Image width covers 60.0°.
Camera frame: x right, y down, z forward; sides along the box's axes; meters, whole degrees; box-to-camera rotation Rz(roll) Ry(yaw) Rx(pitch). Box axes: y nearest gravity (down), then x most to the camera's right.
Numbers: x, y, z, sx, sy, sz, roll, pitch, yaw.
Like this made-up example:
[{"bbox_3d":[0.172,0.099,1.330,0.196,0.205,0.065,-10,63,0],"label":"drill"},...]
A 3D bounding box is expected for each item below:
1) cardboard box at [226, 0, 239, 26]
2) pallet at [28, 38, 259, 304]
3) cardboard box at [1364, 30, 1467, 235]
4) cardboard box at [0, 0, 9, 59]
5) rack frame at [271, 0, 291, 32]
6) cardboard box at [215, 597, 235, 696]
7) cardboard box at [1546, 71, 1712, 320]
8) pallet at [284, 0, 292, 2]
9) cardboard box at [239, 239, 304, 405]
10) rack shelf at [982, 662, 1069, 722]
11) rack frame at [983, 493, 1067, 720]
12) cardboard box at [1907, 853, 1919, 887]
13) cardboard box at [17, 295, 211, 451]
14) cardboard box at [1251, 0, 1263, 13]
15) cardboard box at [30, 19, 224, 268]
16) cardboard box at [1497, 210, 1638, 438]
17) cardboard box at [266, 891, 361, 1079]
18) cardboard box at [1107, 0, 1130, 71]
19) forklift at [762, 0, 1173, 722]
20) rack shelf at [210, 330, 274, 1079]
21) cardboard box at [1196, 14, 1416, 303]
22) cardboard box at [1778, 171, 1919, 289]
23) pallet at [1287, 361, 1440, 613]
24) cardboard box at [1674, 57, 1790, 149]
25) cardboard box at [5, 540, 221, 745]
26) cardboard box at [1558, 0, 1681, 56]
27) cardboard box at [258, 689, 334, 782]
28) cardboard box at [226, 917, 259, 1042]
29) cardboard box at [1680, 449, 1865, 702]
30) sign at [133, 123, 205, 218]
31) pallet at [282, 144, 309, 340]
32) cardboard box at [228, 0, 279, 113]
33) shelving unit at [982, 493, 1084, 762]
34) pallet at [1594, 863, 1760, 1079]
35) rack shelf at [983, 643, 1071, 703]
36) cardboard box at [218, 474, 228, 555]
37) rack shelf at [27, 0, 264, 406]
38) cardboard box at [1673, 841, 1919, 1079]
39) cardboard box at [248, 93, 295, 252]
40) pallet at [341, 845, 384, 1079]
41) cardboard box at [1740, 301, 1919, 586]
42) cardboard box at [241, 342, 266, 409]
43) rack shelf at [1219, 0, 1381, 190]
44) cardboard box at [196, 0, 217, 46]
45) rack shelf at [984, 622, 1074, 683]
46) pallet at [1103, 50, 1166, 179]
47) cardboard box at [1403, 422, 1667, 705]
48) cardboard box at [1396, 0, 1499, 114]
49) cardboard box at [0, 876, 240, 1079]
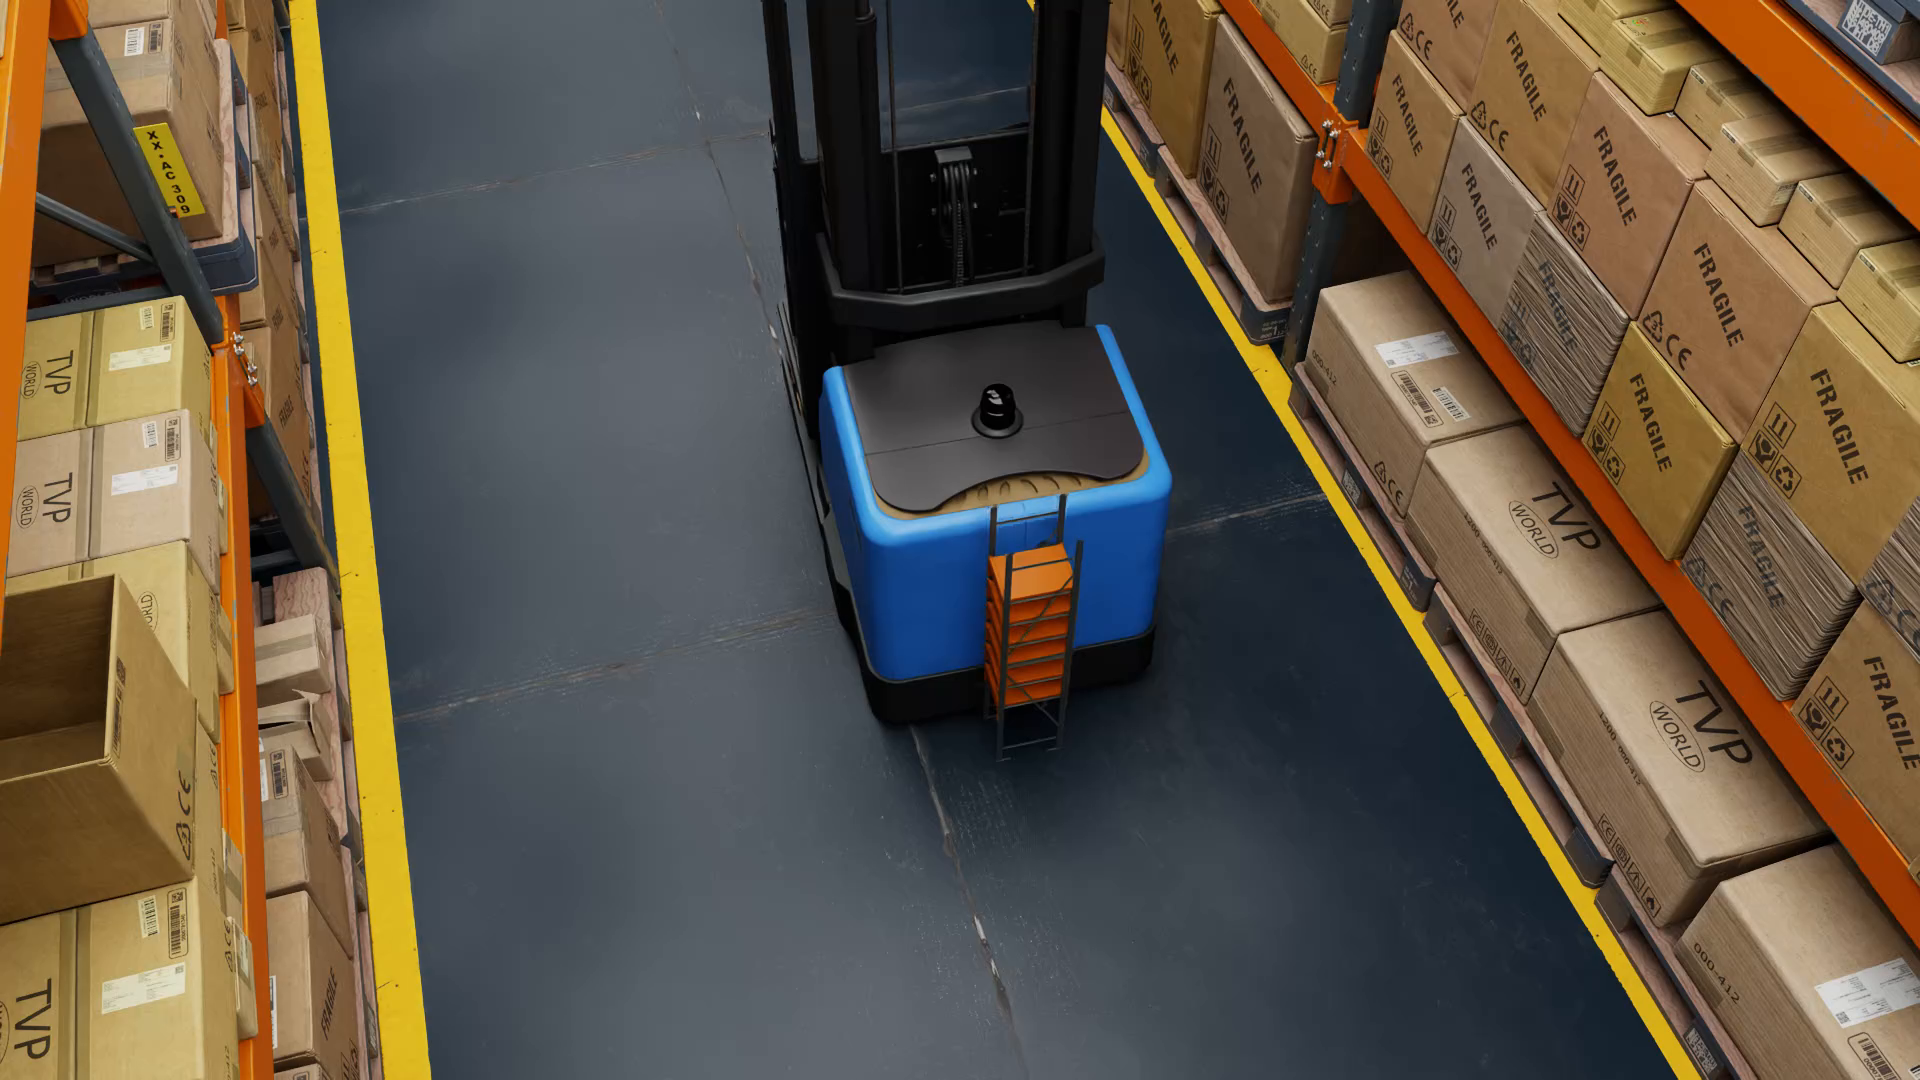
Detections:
[{"bbox_3d":[-3.511,-2.446,7.576,0.380,0.149,0.250,-15,51,-12],"label":"cardboard box"},{"bbox_3d":[-2.994,-1.231,5.741,1.003,0.211,1.213,-13,51,-11],"label":"pallet"},{"bbox_3d":[1.767,-1.440,5.726,0.500,0.500,0.500,-12,51,-10],"label":"cardboard box"},{"bbox_3d":[-2.404,-1.195,3.787,0.380,0.149,0.250,-13,51,-11],"label":"cardboard box"},{"bbox_3d":[-4.045,-3.606,7.618,1.000,3.000,0.127,-13,51,-11],"label":"rack frame"},{"bbox_3d":[-2.175,0.320,4.472,0.380,0.149,0.250,-14,51,-12],"label":"cardboard box"},{"bbox_3d":[2.072,-1.014,4.713,0.500,0.500,0.500,-12,51,-10],"label":"cardboard box"},{"bbox_3d":[-4.251,-3.317,9.198,1.003,0.211,1.213,-13,51,-11],"label":"pallet"},{"bbox_3d":[-2.957,-0.805,6.617,0.500,0.500,0.500,-14,51,-11],"label":"cardboard box"},{"bbox_3d":[0.224,0.497,5.703,0.258,0.103,0.180,-11,53,-9],"label":"rack shelf"},{"bbox_3d":[0.204,0.252,5.534,0.240,1.200,0.006,-11,53,-9],"label":"rack frame"},{"bbox_3d":[2.666,0.787,3.849,0.500,0.500,0.500,-13,51,-11],"label":"cardboard box"},{"bbox_3d":[-2.479,-0.415,4.831,0.500,0.250,0.500,-12,51,-10],"label":"cardboard box"},{"bbox_3d":[1.355,-2.404,6.702,0.500,0.250,0.500,-14,51,-11],"label":"cardboard box"},{"bbox_3d":[-2.792,-1.256,5.296,0.700,0.500,0.500,-12,51,-10],"label":"cardboard box"},{"bbox_3d":[2.053,-0.706,5.108,0.500,0.500,0.500,-13,51,-11],"label":"cardboard box"},{"bbox_3d":[-2.046,1.397,4.760,0.500,0.500,0.500,-12,51,-10],"label":"cardboard box"},{"bbox_3d":[1.080,-3.006,8.227,0.875,0.875,0.875,-13,51,-11],"label":"cardboard box"},{"bbox_3d":[-0.128,-1.454,5.848,1.130,2.935,3.031,-10,51,-8],"label":"forklift"},{"bbox_3d":[-2.271,1.008,4.198,1.077,0.370,4.000,-13,51,-11],"label":"rack shelf"},{"bbox_3d":[1.618,-1.695,7.121,0.875,0.875,0.875,-12,51,-10],"label":"cardboard box"},{"bbox_3d":[2.274,-0.784,4.095,0.380,0.149,0.250,-12,51,-10],"label":"cardboard box"},{"bbox_3d":[2.028,-0.337,6.686,1.003,0.211,1.213,-13,51,-11],"label":"pallet"},{"bbox_3d":[2.149,-1.162,4.414,0.380,0.149,0.250,-13,51,-11],"label":"cardboard box"},{"bbox_3d":[-2.182,0.315,4.216,0.500,0.250,0.500,-14,51,-11],"label":"cardboard box"},{"bbox_3d":[1.946,-1.528,4.722,0.380,0.149,0.250,-14,51,-11],"label":"cardboard box"},{"bbox_3d":[-2.311,0.663,5.533,0.396,0.266,0.258,-12,51,-10],"label":"cardboard box"},{"bbox_3d":[-1.848,1.064,3.845,0.380,0.149,0.250,-15,51,-12],"label":"cardboard box"},{"bbox_3d":[2.370,0.044,4.475,0.500,0.500,0.500,-12,51,-10],"label":"cardboard box"},{"bbox_3d":[-2.346,-1.092,4.932,0.100,0.325,0.005,-13,51,-11],"label":"sign"},{"bbox_3d":[-3.503,-1.264,7.467,1.003,0.211,1.213,-13,51,-11],"label":"pallet"},{"bbox_3d":[-3.577,-2.307,7.883,0.500,0.500,0.500,-14,51,-12],"label":"cardboard box"},{"bbox_3d":[0.227,0.322,5.480,0.258,1.200,0.189,-11,53,-9],"label":"shelving unit"},{"bbox_3d":[2.750,1.445,5.184,1.003,0.211,1.213,-13,51,-11],"label":"pallet"},{"bbox_3d":[0.225,0.423,5.609,0.258,0.103,0.180,-11,53,-9],"label":"rack shelf"},{"bbox_3d":[-2.329,-0.058,4.791,0.380,0.149,0.250,-12,51,-10],"label":"cardboard box"},{"bbox_3d":[-3.454,-1.913,6.661,1.077,0.370,4.000,-13,51,-11],"label":"rack shelf"},{"bbox_3d":[2.770,1.343,4.847,0.875,0.438,0.875,-15,51,-12],"label":"cardboard box"},{"bbox_3d":[-3.248,-1.551,7.245,0.500,0.500,0.500,-15,51,-12],"label":"cardboard box"},{"bbox_3d":[-2.296,1.609,5.045,1.003,0.211,1.213,-13,51,-11],"label":"pallet"},{"bbox_3d":[2.365,-0.278,4.093,0.500,0.500,0.500,-14,51,-11],"label":"cardboard box"},{"bbox_3d":[-2.714,-0.545,5.973,0.380,0.149,0.250,-11,51,-9],"label":"cardboard box"},{"bbox_3d":[1.287,-3.038,7.610,1.077,0.370,4.000,-13,51,-11],"label":"rack shelf"},{"bbox_3d":[-2.907,-1.878,5.974,0.396,0.266,0.258,-11,51,-9],"label":"cardboard box"},{"bbox_3d":[0.226,0.349,5.515,0.258,0.103,0.180,-11,53,-9],"label":"rack shelf"},{"bbox_3d":[1.214,-2.350,8.383,1.003,0.211,1.213,-13,51,-11],"label":"pallet"},{"bbox_3d":[2.227,0.018,5.964,0.875,0.438,0.875,-15,51,-12],"label":"cardboard box"},{"bbox_3d":[1.788,-1.761,5.343,0.500,0.500,0.500,-13,51,-11],"label":"cardboard box"},{"bbox_3d":[-1.859,1.060,3.588,0.500,0.250,0.500,-14,51,-12],"label":"cardboard box"}]
